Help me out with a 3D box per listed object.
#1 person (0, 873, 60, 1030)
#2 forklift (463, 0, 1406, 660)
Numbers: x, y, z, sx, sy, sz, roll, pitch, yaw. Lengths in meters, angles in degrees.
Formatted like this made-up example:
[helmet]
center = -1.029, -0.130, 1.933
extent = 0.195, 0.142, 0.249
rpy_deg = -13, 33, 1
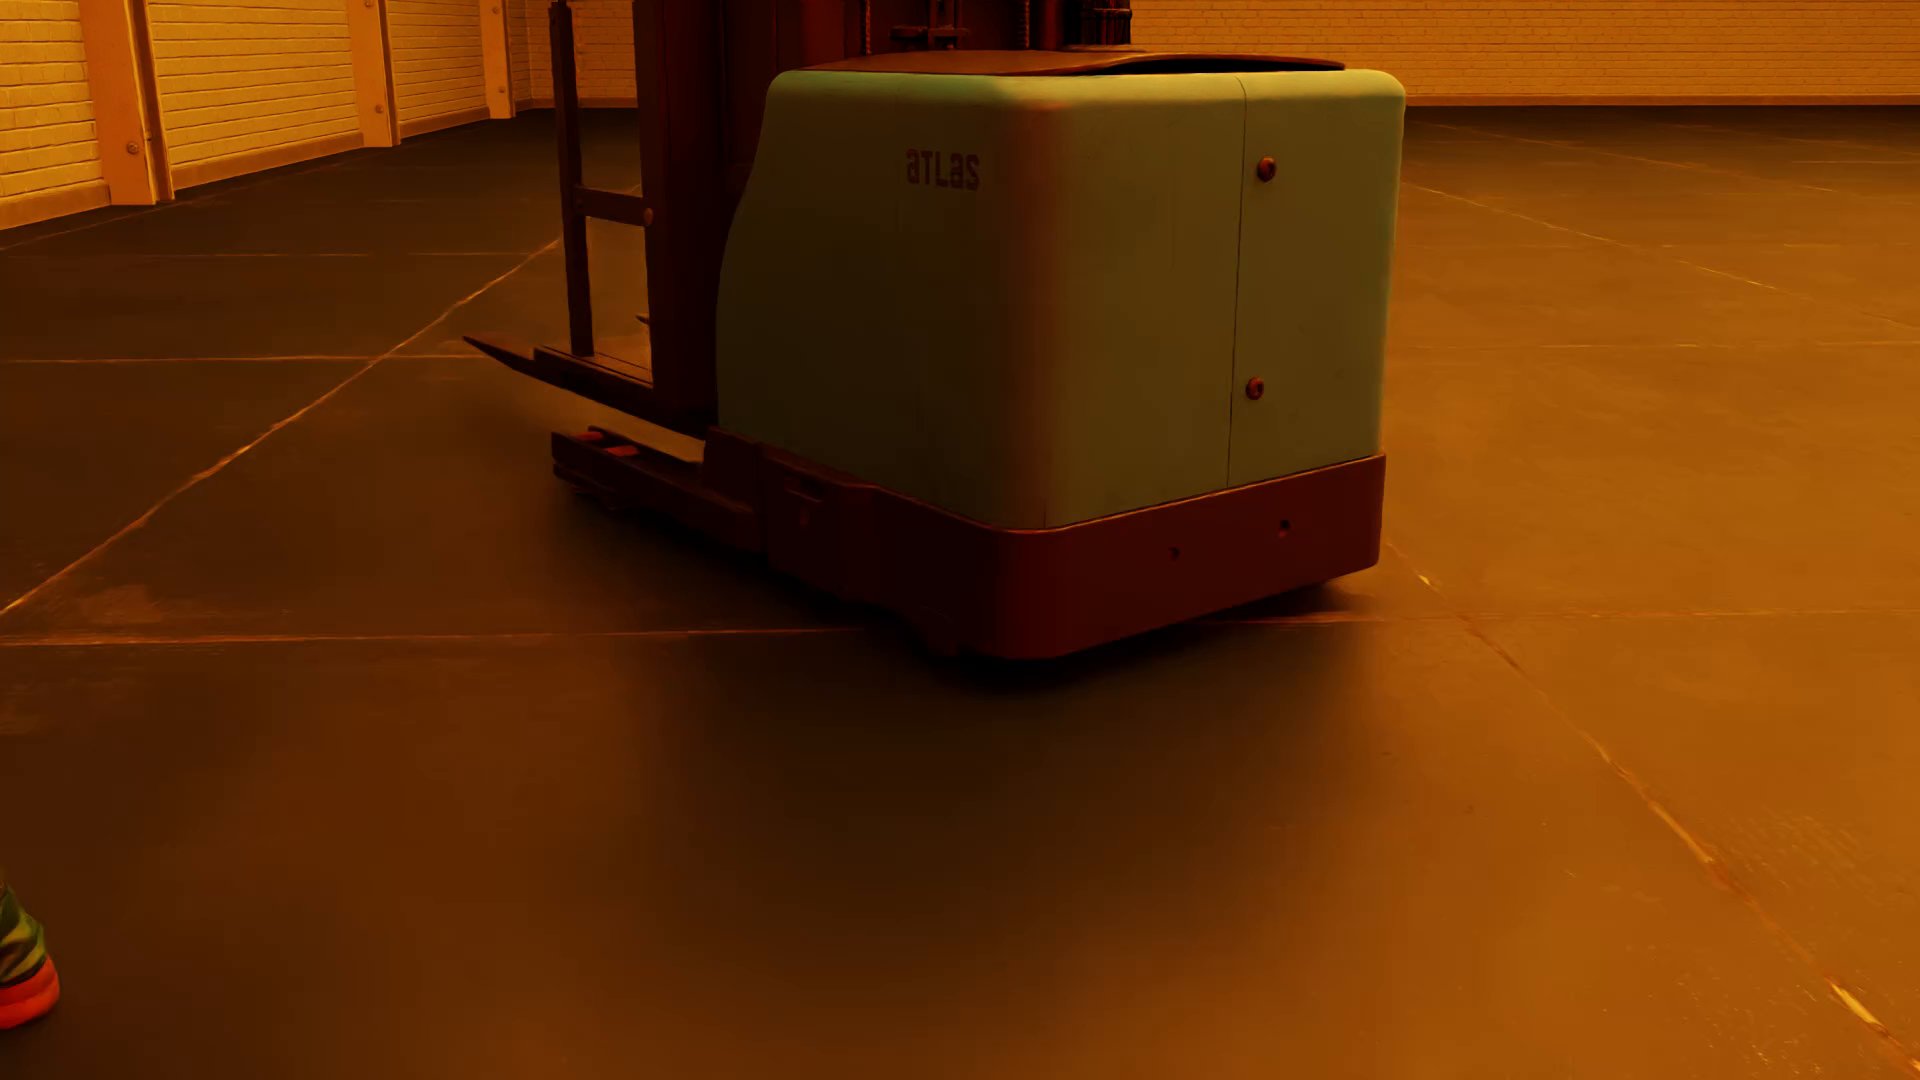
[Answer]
[person]
center = -1.318, -0.045, 1.416
extent = 0.787, 1.557, 1.010
rpy_deg = 5, 18, 16
[forklift]
center = -0.401, -1.550, 3.975
extent = 1.130, 2.935, 3.031
rpy_deg = -13, 21, -35
